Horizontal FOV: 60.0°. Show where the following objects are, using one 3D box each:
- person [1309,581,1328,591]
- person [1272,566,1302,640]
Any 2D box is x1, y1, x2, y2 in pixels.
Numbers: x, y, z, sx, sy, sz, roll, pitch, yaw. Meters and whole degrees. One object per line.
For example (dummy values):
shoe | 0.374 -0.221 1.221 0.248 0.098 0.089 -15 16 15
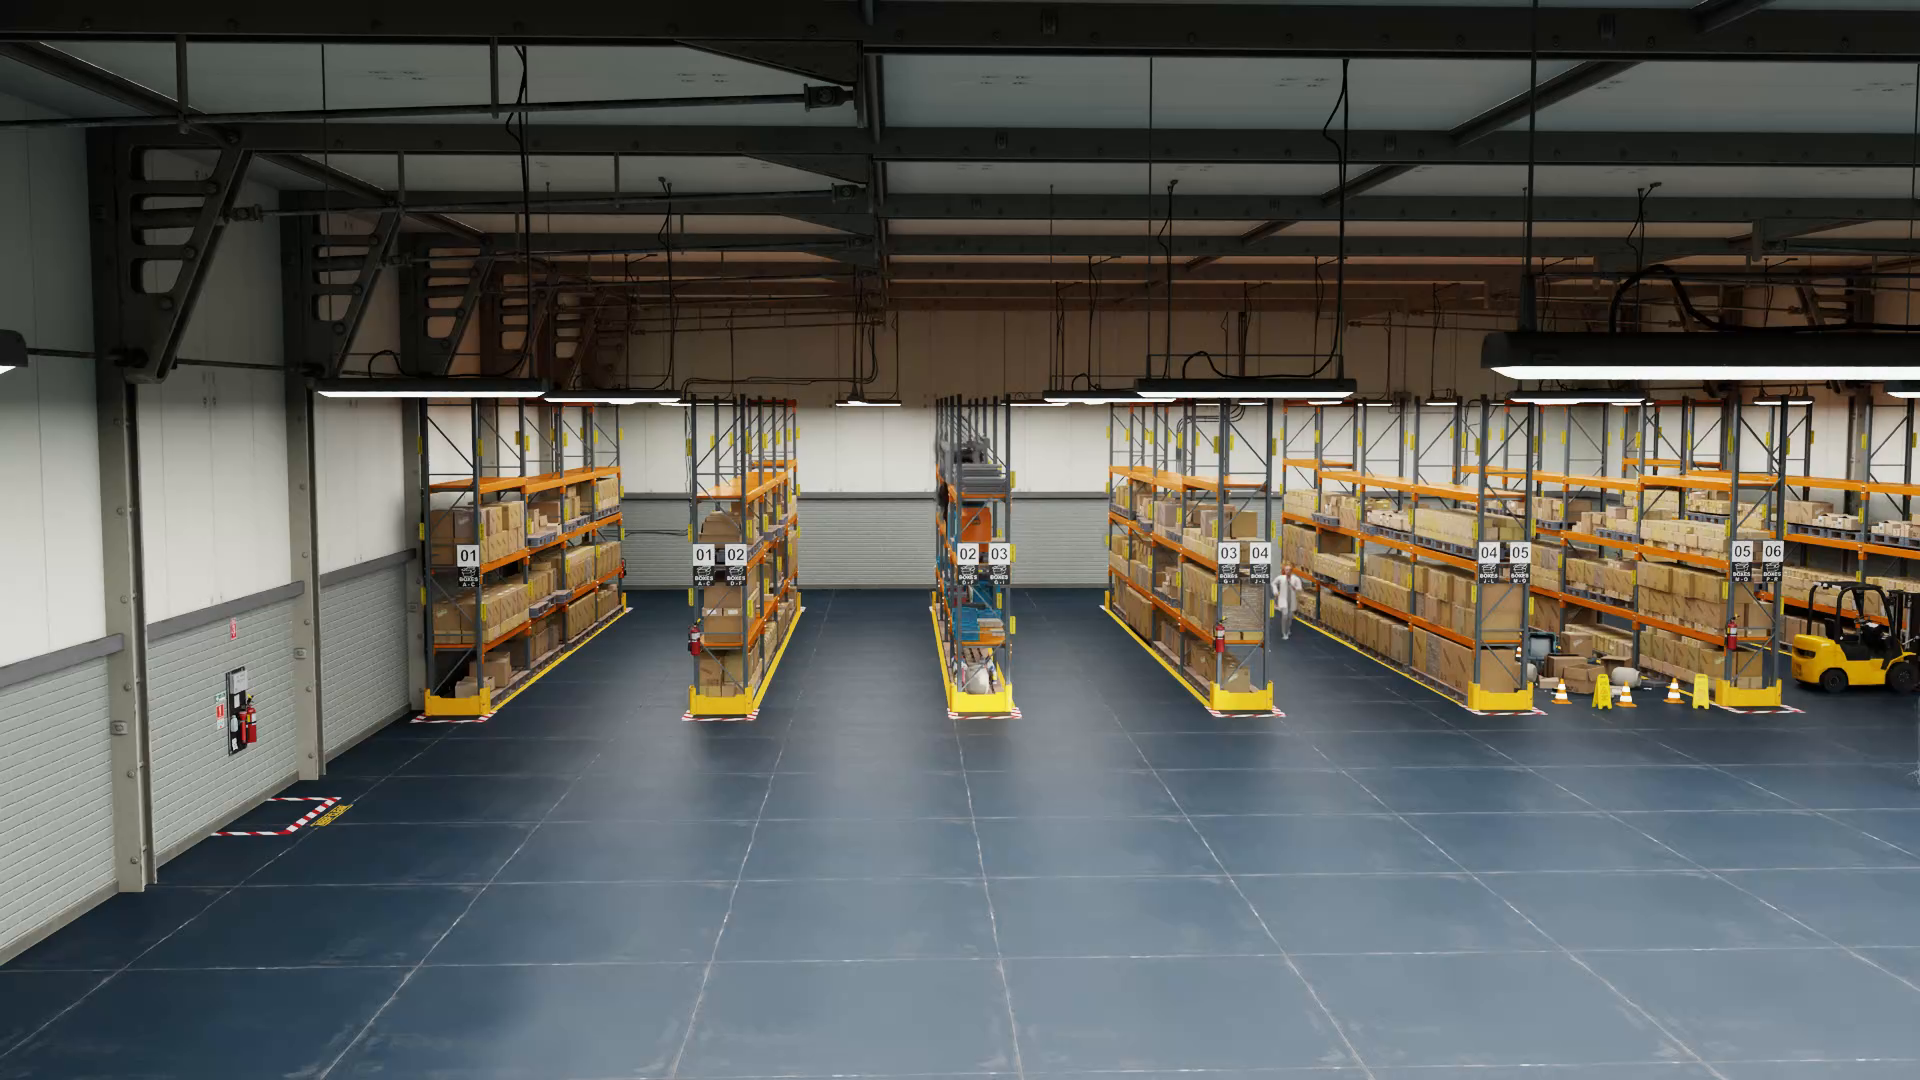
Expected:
person | 10.616 1.000 49.086 0.822 1.830 0.670 0 5 3
person | 8.195 1.554 41.607 0.679 1.839 0.894 0 4 -2
